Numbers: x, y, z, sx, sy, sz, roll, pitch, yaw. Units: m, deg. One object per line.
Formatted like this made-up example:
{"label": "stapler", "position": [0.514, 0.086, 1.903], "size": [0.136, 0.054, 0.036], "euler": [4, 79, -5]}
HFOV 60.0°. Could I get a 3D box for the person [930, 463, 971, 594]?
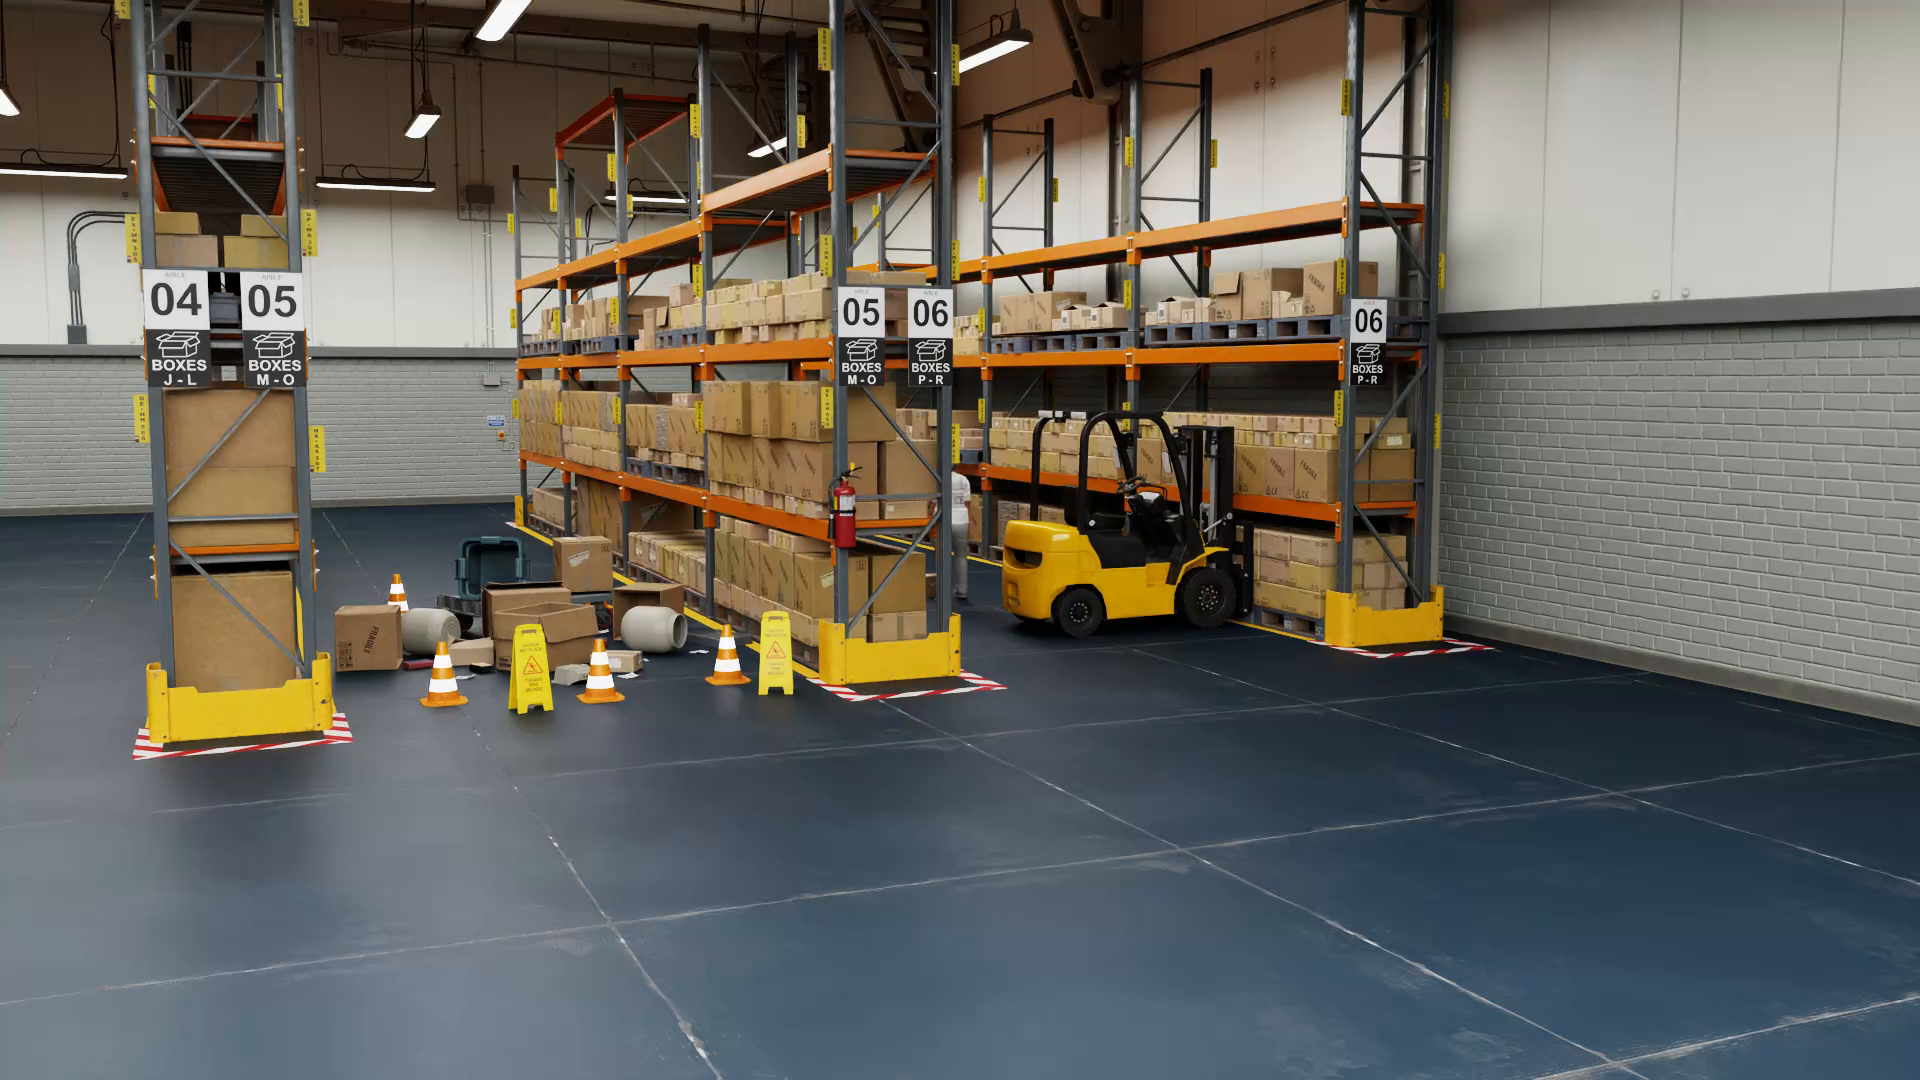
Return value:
{"label": "person", "position": [-0.109, -0.176, 18.467], "size": [0.488, 1.598, 0.447], "euler": [-2, 6, -19]}
